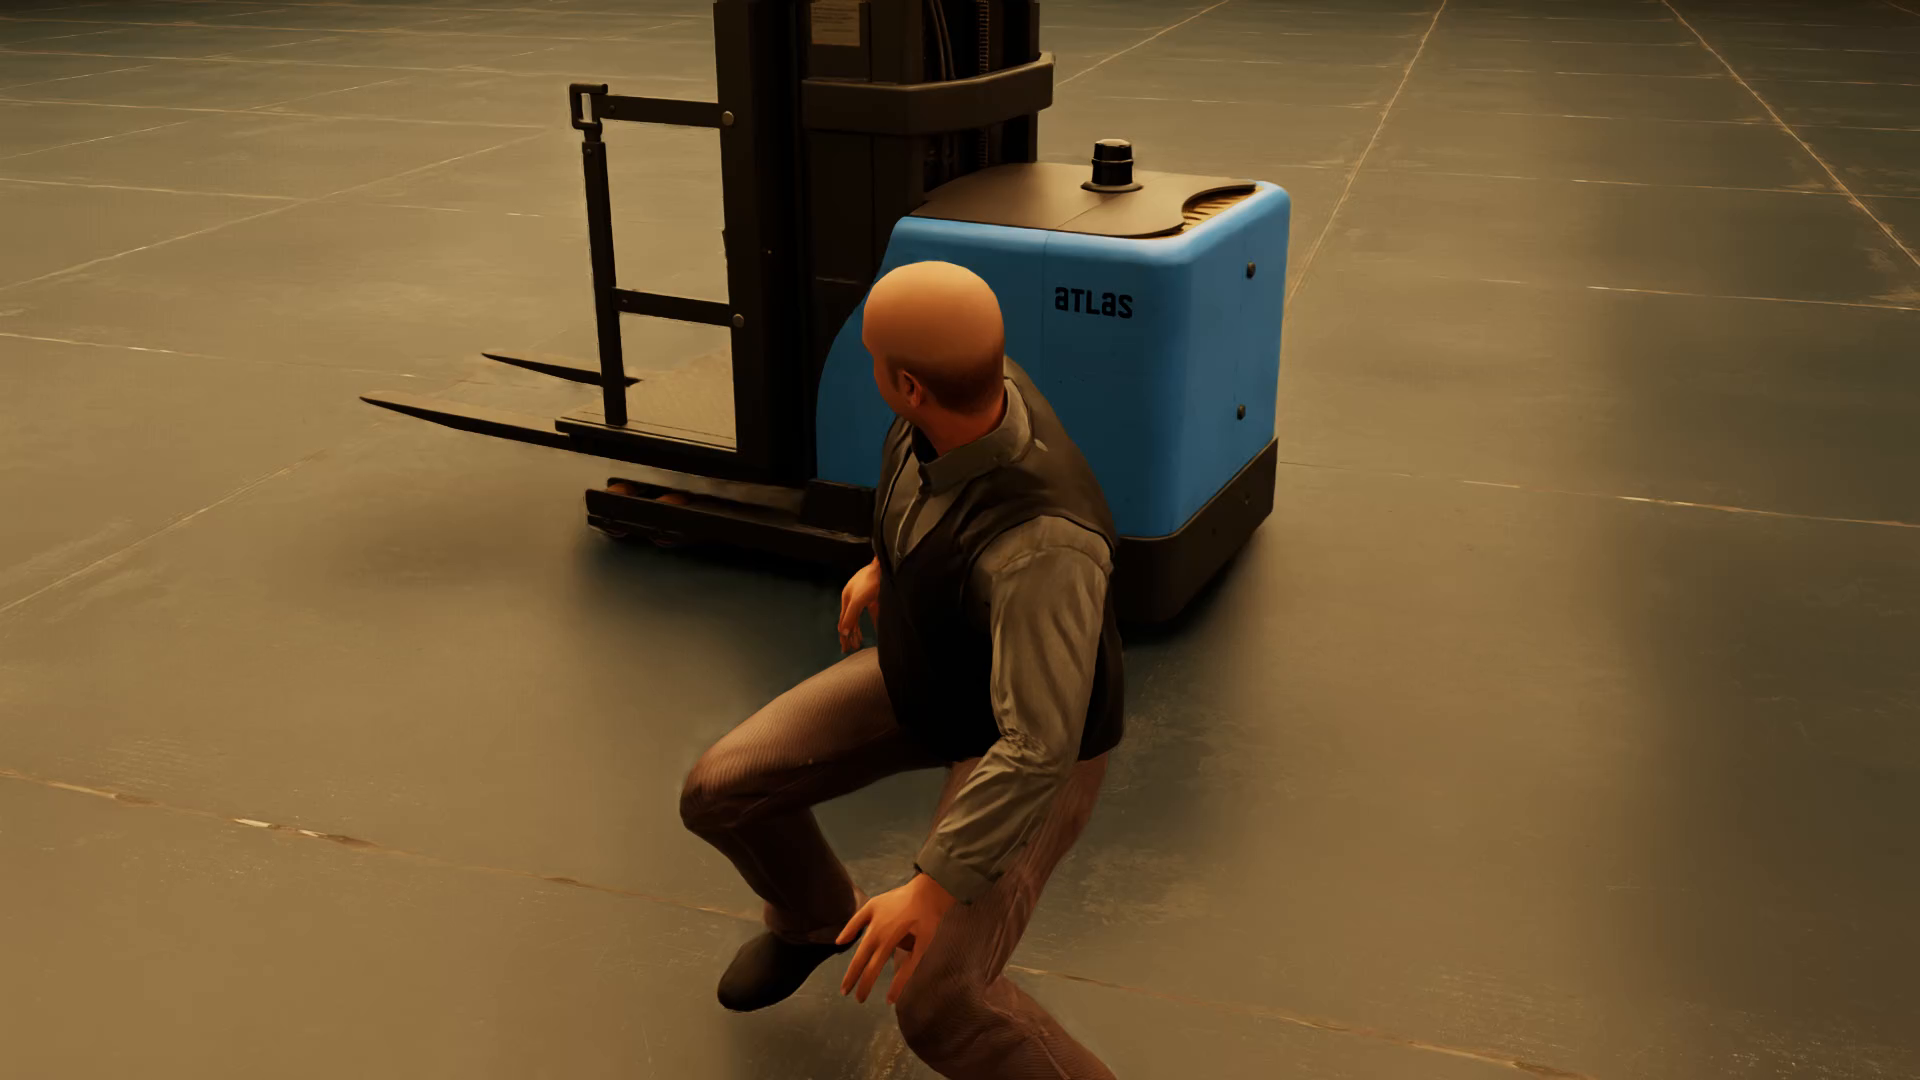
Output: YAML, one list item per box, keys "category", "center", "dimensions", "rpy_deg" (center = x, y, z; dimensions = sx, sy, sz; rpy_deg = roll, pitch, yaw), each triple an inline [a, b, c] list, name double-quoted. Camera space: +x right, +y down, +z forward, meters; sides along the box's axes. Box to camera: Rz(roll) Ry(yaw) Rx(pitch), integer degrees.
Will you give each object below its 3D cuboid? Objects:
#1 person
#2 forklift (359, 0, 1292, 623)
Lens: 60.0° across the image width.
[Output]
- category: "person"
  center: [-0.047, 0.289, 2.557]
  dimensions: [0.668, 1.496, 0.775]
  rpy_deg: [-15, 27, -32]
- category: "forklift"
  center: [-0.576, -1.494, 4.899]
  dimensions: [3.031, 2.935, 1.130]
  rpy_deg: [11, 25, 25]
